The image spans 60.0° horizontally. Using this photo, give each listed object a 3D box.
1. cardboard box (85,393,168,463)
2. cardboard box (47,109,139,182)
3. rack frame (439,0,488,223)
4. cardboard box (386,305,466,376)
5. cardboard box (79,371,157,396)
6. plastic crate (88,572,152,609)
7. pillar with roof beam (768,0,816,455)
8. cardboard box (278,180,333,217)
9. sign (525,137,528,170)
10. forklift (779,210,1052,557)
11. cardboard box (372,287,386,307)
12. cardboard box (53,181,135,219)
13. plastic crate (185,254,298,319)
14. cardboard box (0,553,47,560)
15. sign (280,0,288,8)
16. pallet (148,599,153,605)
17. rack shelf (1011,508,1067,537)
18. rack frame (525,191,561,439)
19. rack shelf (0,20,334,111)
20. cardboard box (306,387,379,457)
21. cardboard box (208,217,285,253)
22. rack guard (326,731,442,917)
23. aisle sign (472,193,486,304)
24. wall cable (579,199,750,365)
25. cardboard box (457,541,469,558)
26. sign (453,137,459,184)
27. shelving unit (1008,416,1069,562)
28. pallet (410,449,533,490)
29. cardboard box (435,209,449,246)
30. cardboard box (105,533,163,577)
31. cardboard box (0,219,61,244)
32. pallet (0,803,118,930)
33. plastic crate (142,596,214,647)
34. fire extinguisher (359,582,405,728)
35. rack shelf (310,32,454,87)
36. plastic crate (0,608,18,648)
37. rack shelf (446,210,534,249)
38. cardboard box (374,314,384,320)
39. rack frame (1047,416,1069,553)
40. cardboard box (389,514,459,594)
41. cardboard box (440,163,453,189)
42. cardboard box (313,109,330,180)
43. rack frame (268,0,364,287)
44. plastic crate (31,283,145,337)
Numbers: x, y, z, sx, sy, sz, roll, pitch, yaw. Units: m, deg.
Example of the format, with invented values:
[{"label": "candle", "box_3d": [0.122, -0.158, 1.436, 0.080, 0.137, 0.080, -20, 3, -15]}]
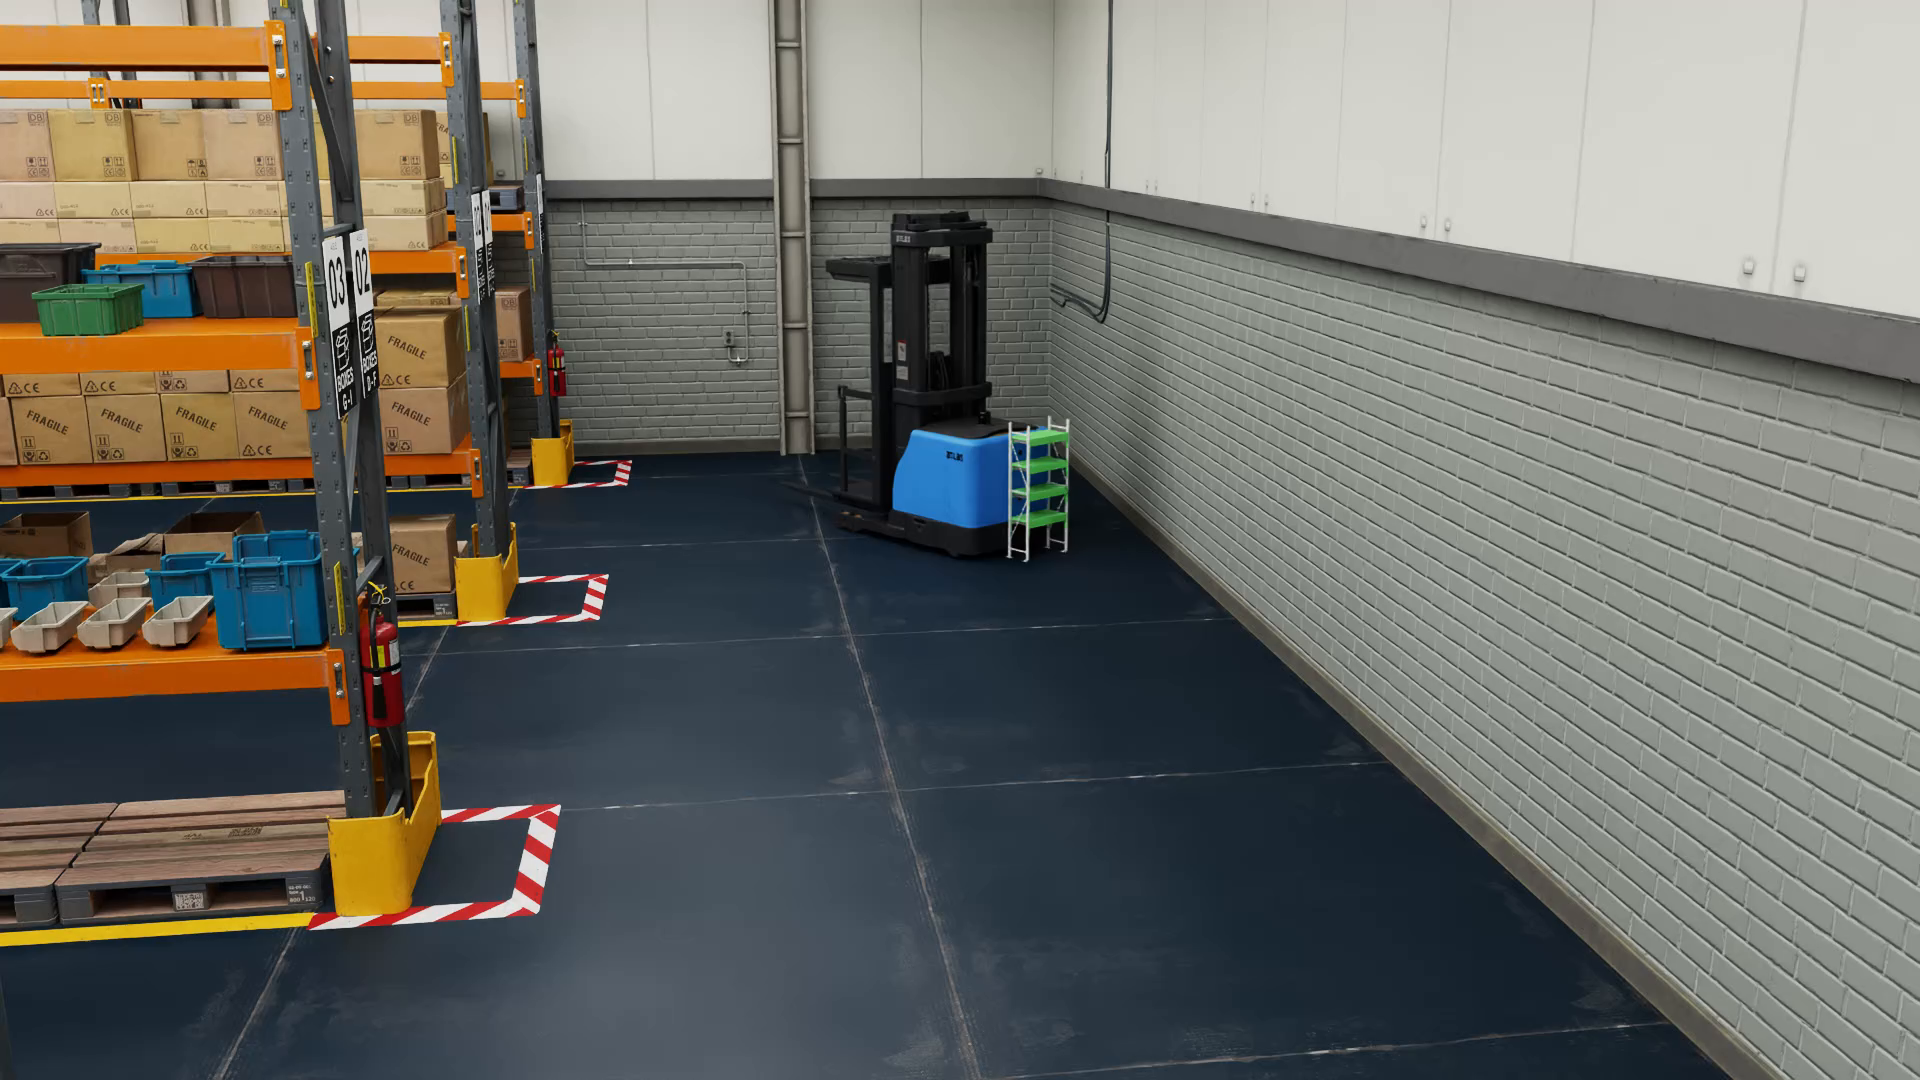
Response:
[{"label": "cardboard box", "box_3d": [-6.092, -0.868, 12.310, 0.500, 0.500, 0.500, -2, 14, -9]}, {"label": "cardboard box", "box_3d": [-6.153, -2.848, 11.985, 0.500, 0.500, 0.700, -2, 14, -8]}, {"label": "rack frame", "box_3d": [-3.682, -3.884, 12.211, 0.127, 3.000, 1.000, -2, 14, -8]}, {"label": "cardboard box", "box_3d": [-4.160, -1.555, 12.996, 0.500, 0.500, 0.500, -2, 14, -7]}, {"label": "cardboard box", "box_3d": [-6.111, -1.350, 12.176, 0.500, 0.500, 0.500, -3, 14, -10]}, {"label": "plastic crate", "box_3d": [-4.241, 0.262, 8.429, 0.298, 0.136, 0.250, -2, 14, -8]}, {"label": "pillar with roof beam", "box_3d": [-1.241, -4.346, 14.052, 0.400, 9.000, 9.100, -2, 14, -8]}, {"label": "cardboard box", "box_3d": [-4.646, -2.501, 12.142, 0.500, 0.250, 0.500, -2, 14, -8]}, {"label": "sign", "box_3d": [-4.356, -3.881, 16.706, 0.005, 0.325, 0.100, -2, 14, -8]}, {"label": "forklift", "box_3d": [-0.539, -1.564, 15.432, 1.130, 2.935, 3.031, -13, 19, -41]}, {"label": "cardboard box", "box_3d": [-6.399, -2.236, 17.354, 0.700, 0.700, 0.980, -3, 14, -11]}, {"label": "cardboard box", "box_3d": [-6.129, -2.446, 11.922, 0.500, 0.250, 0.500, -2, 14, -8]}, {"label": "plastic crate", "box_3d": [-3.370, -1.227, 8.052, 0.590, 0.269, 0.497, -2, 14, -8]}, {"label": "cardboard box", "box_3d": [-7.190, 0.298, 12.489, 0.500, 0.311, 0.500, -2, 14, -8]}, {"label": "sign", "box_3d": [-2.850, -2.404, 6.973, 0.005, 0.325, 0.100, -2, 14, -8]}, {"label": "pallet", "box_3d": [-5.749, 0.454, 12.980, 1.213, 0.211, 1.003, -2, 14, -8]}, {"label": "rack shelf", "box_3d": [0.688, -0.156, 14.626, 0.480, 0.148, 0.258, -13, 19, -42]}, {"label": "rack frame", "box_3d": [-4.424, -2.166, 17.691, 0.127, 3.000, 1.000, -2, 14, -8]}, {"label": "rack shelf", "box_3d": [-4.925, -2.077, 7.307, 4.000, 0.370, 1.077, -2, 14, -8]}, {"label": "cardboard box", "box_3d": [-4.597, -0.922, 12.524, 0.500, 0.500, 0.500, -2, 14, -8]}, {"label": "cardboard box", "box_3d": [-5.139, -2.238, 12.120, 0.500, 0.250, 0.500, -2, 14, -8]}, {"label": "rack guard", "box_3d": [-2.926, 1.426, 8.509, 0.348, 0.500, 1.175, -2, 14, -8]}, {"label": "aisle sign", "box_3d": [-3.569, -2.164, 12.340, 0.004, 0.787, 0.394, -2, 14, -8]}, {"label": "wall cable", "box_3d": [-3.298, -2.932, 18.660, 1.851, 1.984, 0.084, -2, 14, -8]}, {"label": "cardboard box", "box_3d": [-4.147, 0.128, 13.503, 0.250, 0.149, 0.380, -2, 14, -8]}, {"label": "sign", "box_3d": [-3.619, -2.725, 11.933, 0.005, 0.325, 0.100, -2, 14, -8]}, {"label": "shelving unit", "box_3d": [0.688, -0.451, 14.552, 0.503, 1.200, 0.258, -13, 19, -42]}, {"label": "pallet", "box_3d": [-5.203, -0.765, 17.840, 1.213, 0.211, 1.003, -2, 14, -8]}, {"label": "cardboard box", "box_3d": [-4.228, -2.399, 12.764, 0.500, 0.250, 0.500, -2, 14, -8]}, {"label": "cardboard box", "box_3d": [-6.374, 0.145, 13.099, 0.500, 0.311, 0.500, -2, 14, -8]}, {"label": "cardboard box", "box_3d": [-6.624, -2.187, 11.917, 0.500, 0.250, 0.500, -2, 14, -8]}, {"label": "pallet", "box_3d": [-4.973, 1.634, 8.273, 1.213, 0.211, 1.003, -2, 14, -8]}, {"label": "plastic crate", "box_3d": [-3.727, 0.389, 7.922, 0.243, 0.136, 0.396, -2, 14, -8]}, {"label": "fire extinguisher", "box_3d": [-2.731, 0.540, 7.830, 0.183, 0.674, 0.296, -2, 14, -8]}, {"label": "rack shelf", "box_3d": [-5.660, -3.461, 12.010, 4.000, 0.370, 1.077, -2, 14, -8]}, {"label": "plastic crate", "box_3d": [-4.577, 0.427, 7.770, 0.250, 0.136, 0.298, -2, 14, -8]}, {"label": "rack shelf", "box_3d": [-6.401, -3.199, 17.125, 4.000, 0.370, 1.077, -2, 14, -8]}, {"label": "cardboard box", "box_3d": [-4.580, -1.407, 12.405, 0.500, 0.500, 0.500, -2, 14, -7]}, {"label": "rack frame", "box_3d": [0.866, -0.491, 14.714, 0.015, 1.200, 0.240, -13, 19, -42]}, {"label": "cardboard box", "box_3d": [-4.183, 0.104, 12.876, 0.500, 0.500, 0.500, -2, 14, -8]}, {"label": "cardboard box", "box_3d": [-5.108, -3.710, 16.921, 0.500, 0.250, 0.500, -2, 14, -7]}, {"label": "cardboard box", "box_3d": [-4.694, -2.942, 12.361, 0.500, 0.500, 0.700, -2, 14, -8]}, {"label": "rack frame", "box_3d": [-2.948, -2.693, 7.459, 0.127, 3.000, 1.000, -2, 14, -8]}, {"label": "plastic crate", "box_3d": [-3.880, -1.030, 7.434, 0.336, 0.188, 0.450, -2, 14, -8]}]
